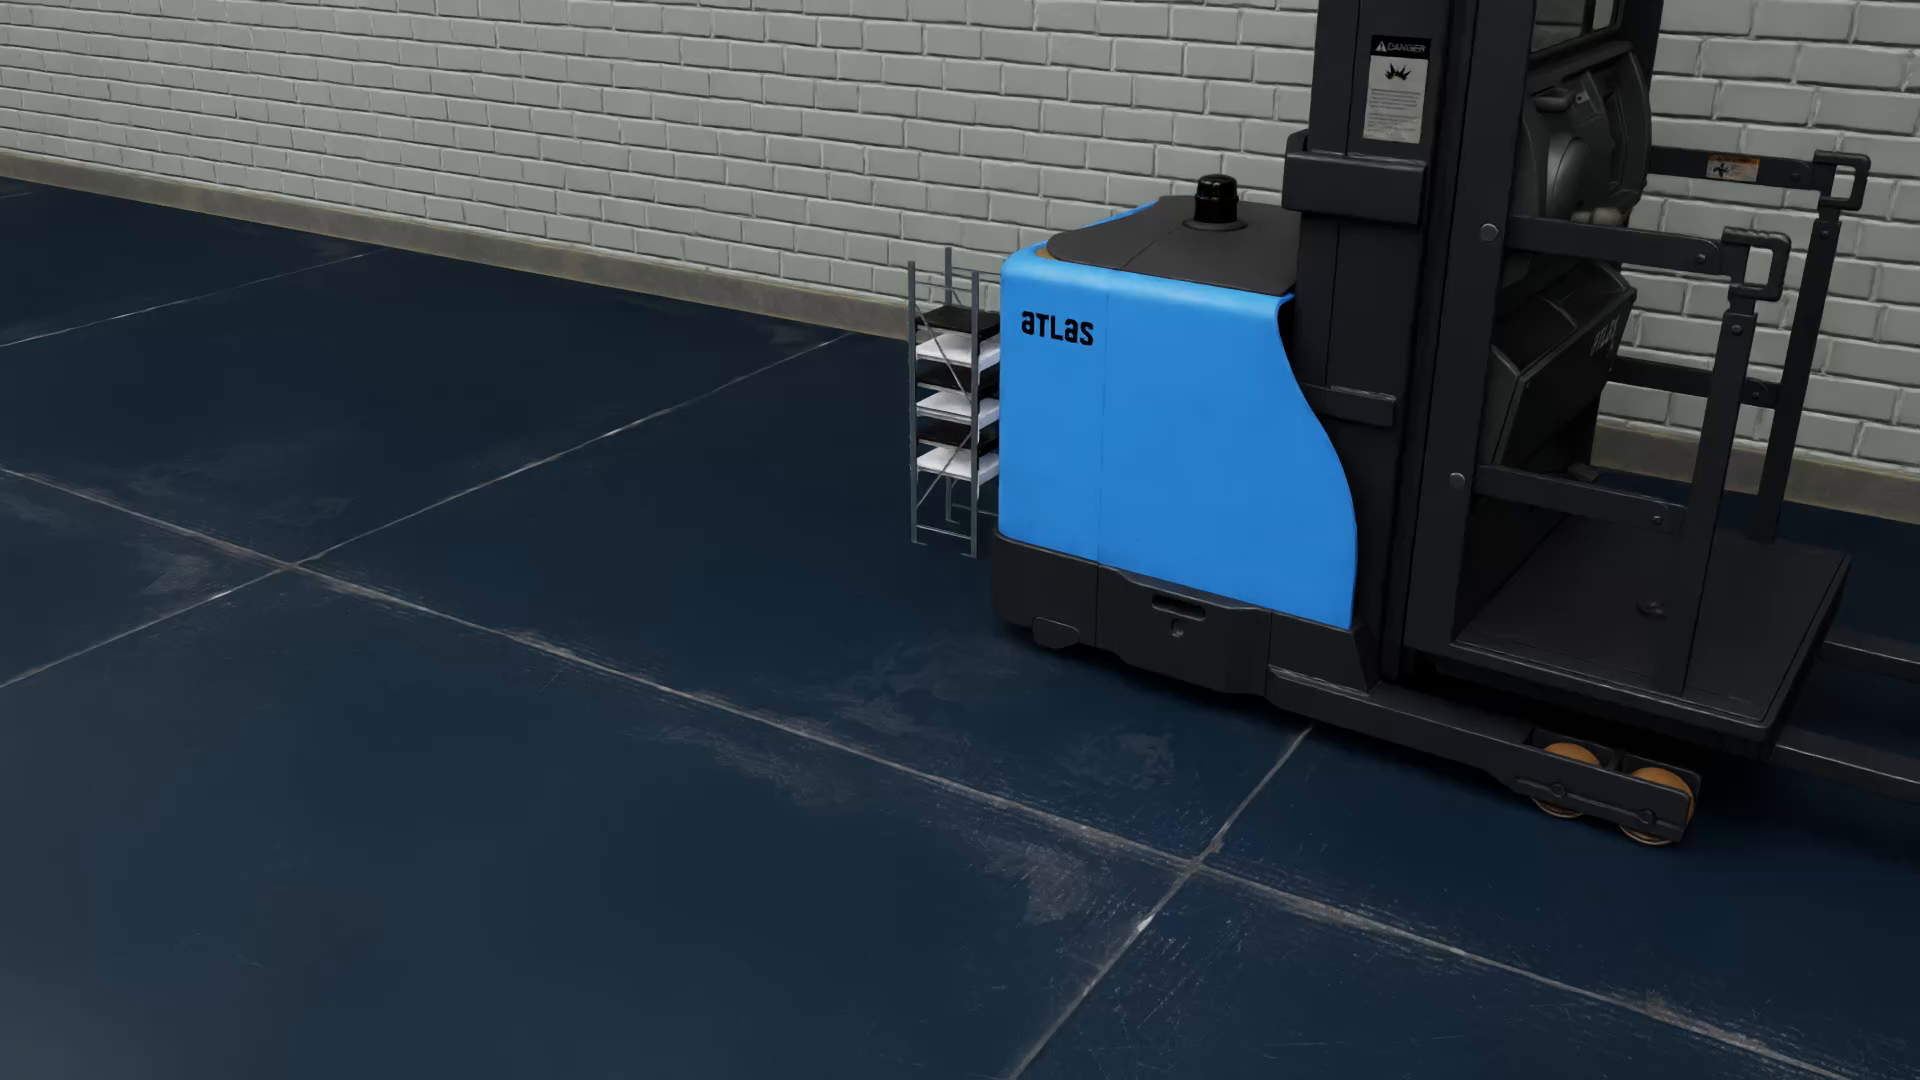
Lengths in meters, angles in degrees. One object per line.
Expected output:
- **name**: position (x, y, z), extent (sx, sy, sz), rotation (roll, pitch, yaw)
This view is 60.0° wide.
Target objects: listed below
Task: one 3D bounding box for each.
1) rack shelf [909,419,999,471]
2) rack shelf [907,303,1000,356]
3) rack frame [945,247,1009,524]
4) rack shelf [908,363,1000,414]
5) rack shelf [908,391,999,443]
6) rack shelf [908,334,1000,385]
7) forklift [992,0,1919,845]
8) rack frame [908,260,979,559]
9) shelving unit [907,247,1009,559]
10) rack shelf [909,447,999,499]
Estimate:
- **rack shelf**: position (0.004, -0.303, 5.127), extent (0.258, 0.077, 0.200), rotation (14, 27, 29)
- **rack shelf**: position (0.004, -0.633, 4.984), extent (0.258, 0.077, 0.200), rotation (14, 27, 29)
- **rack frame**: position (0.058, -0.450, 5.157), extent (0.240, 0.900, 0.006), rotation (14, 27, 29)
- **rack shelf**: position (0.004, -0.468, 5.055), extent (0.258, 0.077, 0.200), rotation (14, 27, 29)
- **rack shelf**: position (0.004, -0.385, 5.091), extent (0.258, 0.077, 0.200), rotation (14, 27, 29)
- **rack shelf**: position (0.004, -0.550, 5.019), extent (0.258, 0.077, 0.200), rotation (14, 27, 29)
- **forklift**: position (1.591, -0.910, 3.662), extent (3.031, 2.935, 1.130), rotation (15, 28, 31)
- **rack frame**: position (-0.049, -0.381, 4.998), extent (0.240, 0.900, 0.006), rotation (14, 27, 29)
- **shelving unit**: position (0.004, -0.416, 5.078), extent (0.258, 0.900, 0.210), rotation (14, 27, 29)
- **rack shelf**: position (0.004, -0.220, 5.162), extent (0.258, 0.077, 0.200), rotation (14, 27, 29)
